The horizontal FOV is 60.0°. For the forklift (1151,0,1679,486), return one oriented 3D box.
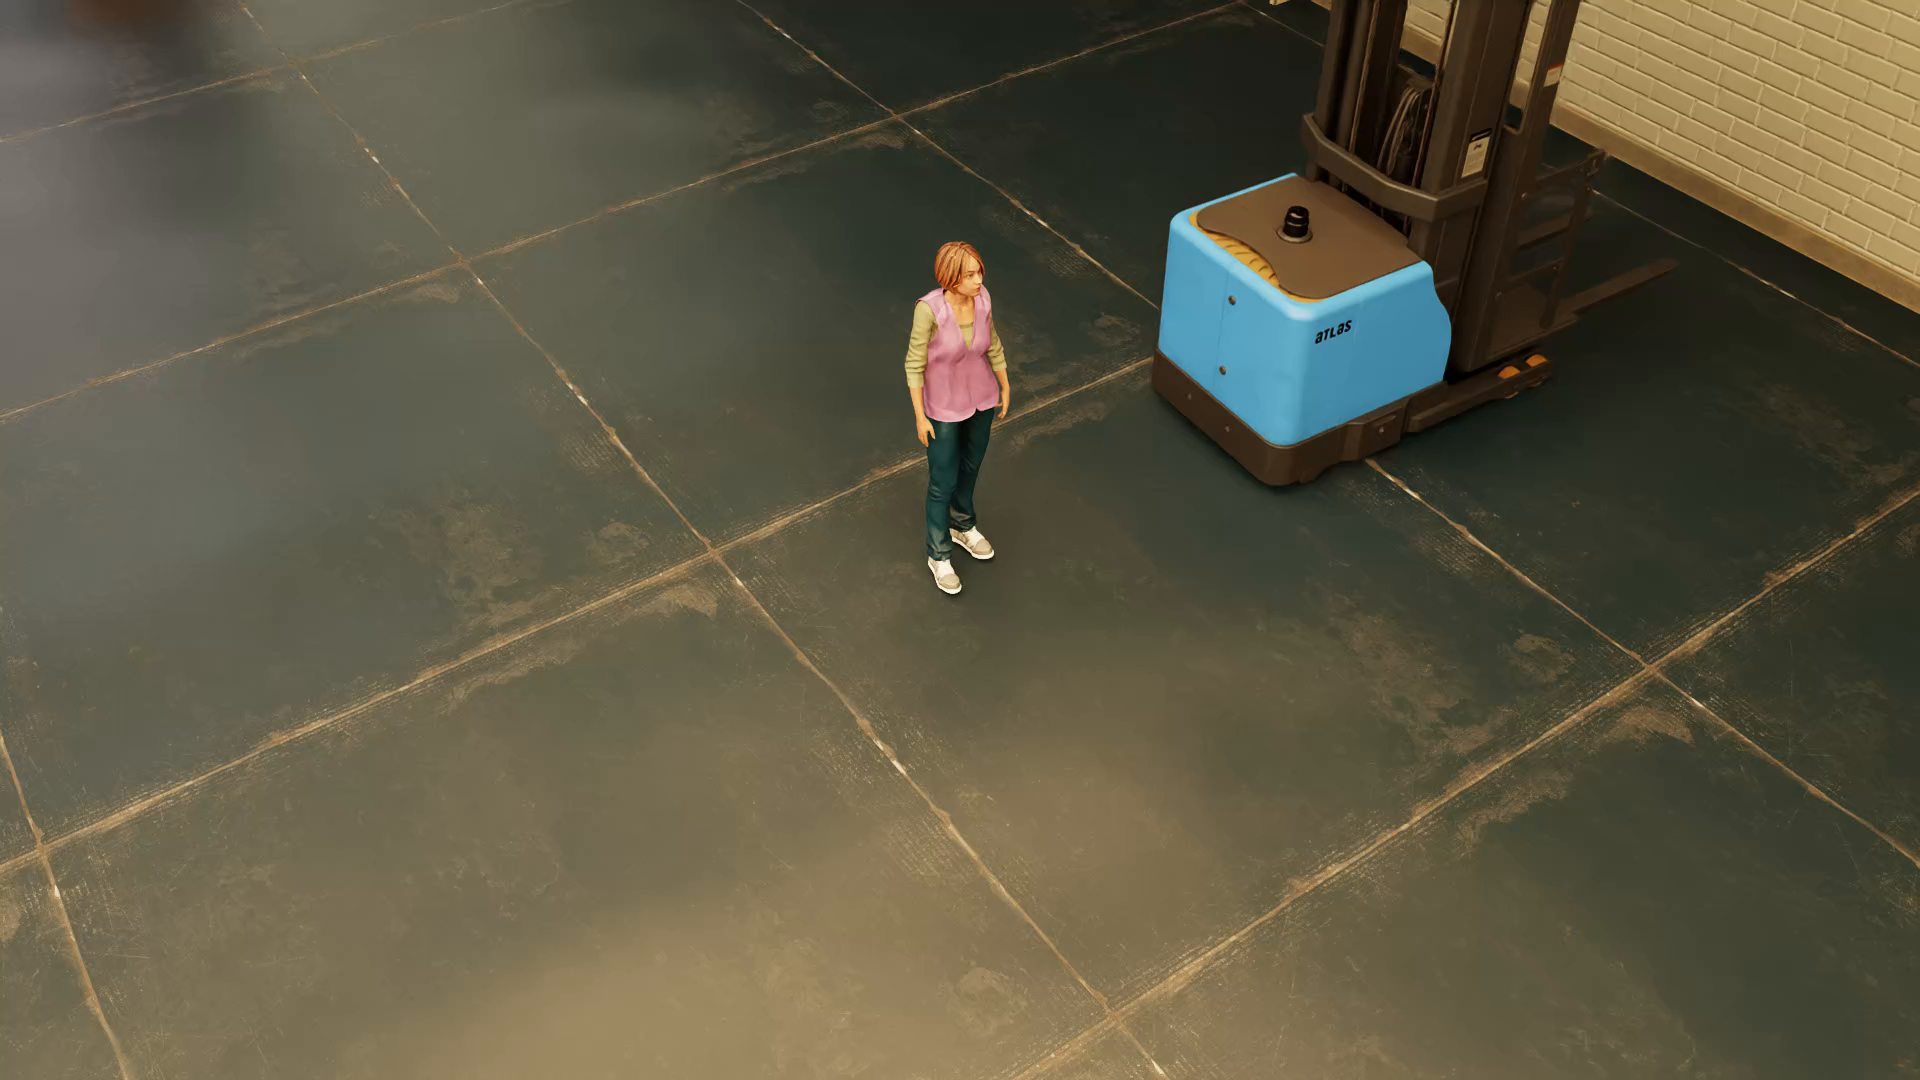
[{"bbox_3d":[2.521,-2.100,7.994,3.031,2.935,1.130,-23,47,-23],"label":"forklift"}]

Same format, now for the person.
[{"bbox_3d":[0.030,-0.541,7.287,0.520,1.582,0.476,-25,48,-25],"label":"person"}]
